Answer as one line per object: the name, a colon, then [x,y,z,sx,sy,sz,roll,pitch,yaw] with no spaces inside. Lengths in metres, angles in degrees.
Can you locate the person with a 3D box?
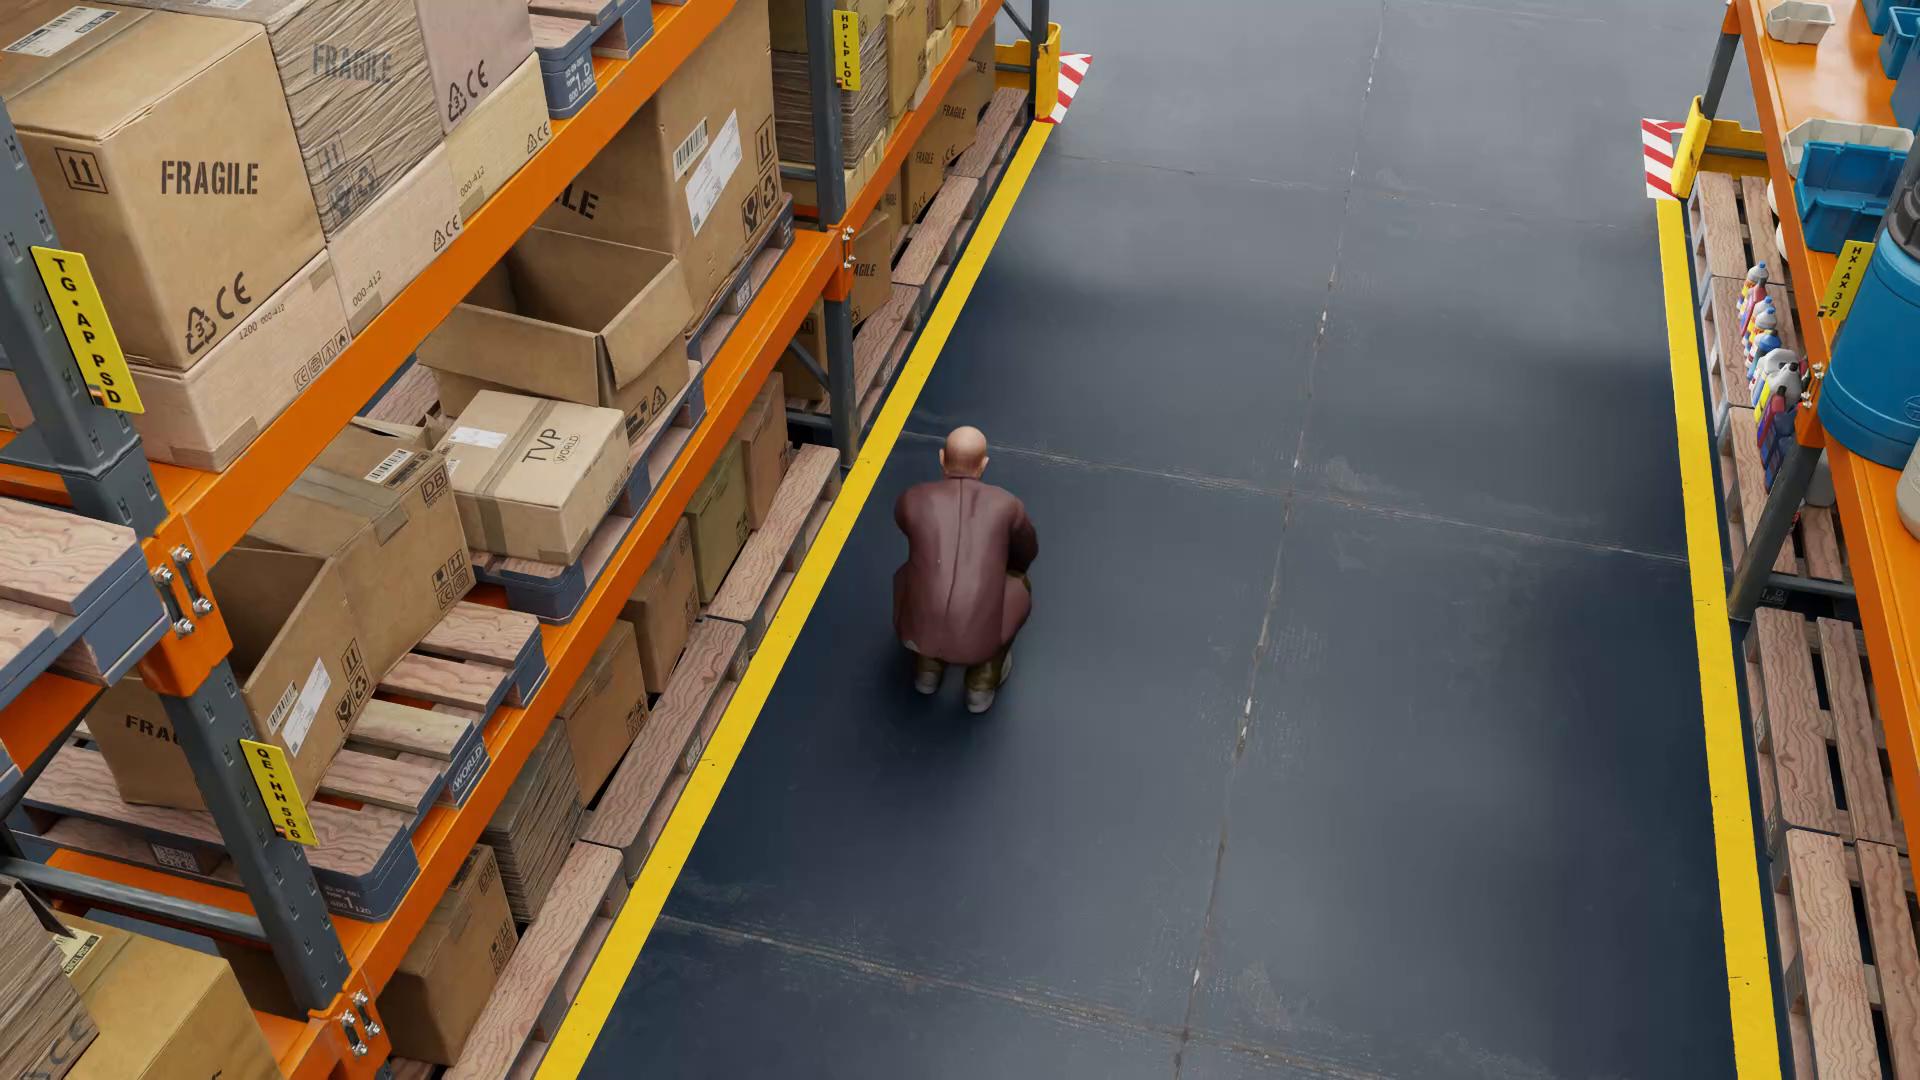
person: [0.018,0.098,6.673,0.597,0.981,0.912,10,41,11]
